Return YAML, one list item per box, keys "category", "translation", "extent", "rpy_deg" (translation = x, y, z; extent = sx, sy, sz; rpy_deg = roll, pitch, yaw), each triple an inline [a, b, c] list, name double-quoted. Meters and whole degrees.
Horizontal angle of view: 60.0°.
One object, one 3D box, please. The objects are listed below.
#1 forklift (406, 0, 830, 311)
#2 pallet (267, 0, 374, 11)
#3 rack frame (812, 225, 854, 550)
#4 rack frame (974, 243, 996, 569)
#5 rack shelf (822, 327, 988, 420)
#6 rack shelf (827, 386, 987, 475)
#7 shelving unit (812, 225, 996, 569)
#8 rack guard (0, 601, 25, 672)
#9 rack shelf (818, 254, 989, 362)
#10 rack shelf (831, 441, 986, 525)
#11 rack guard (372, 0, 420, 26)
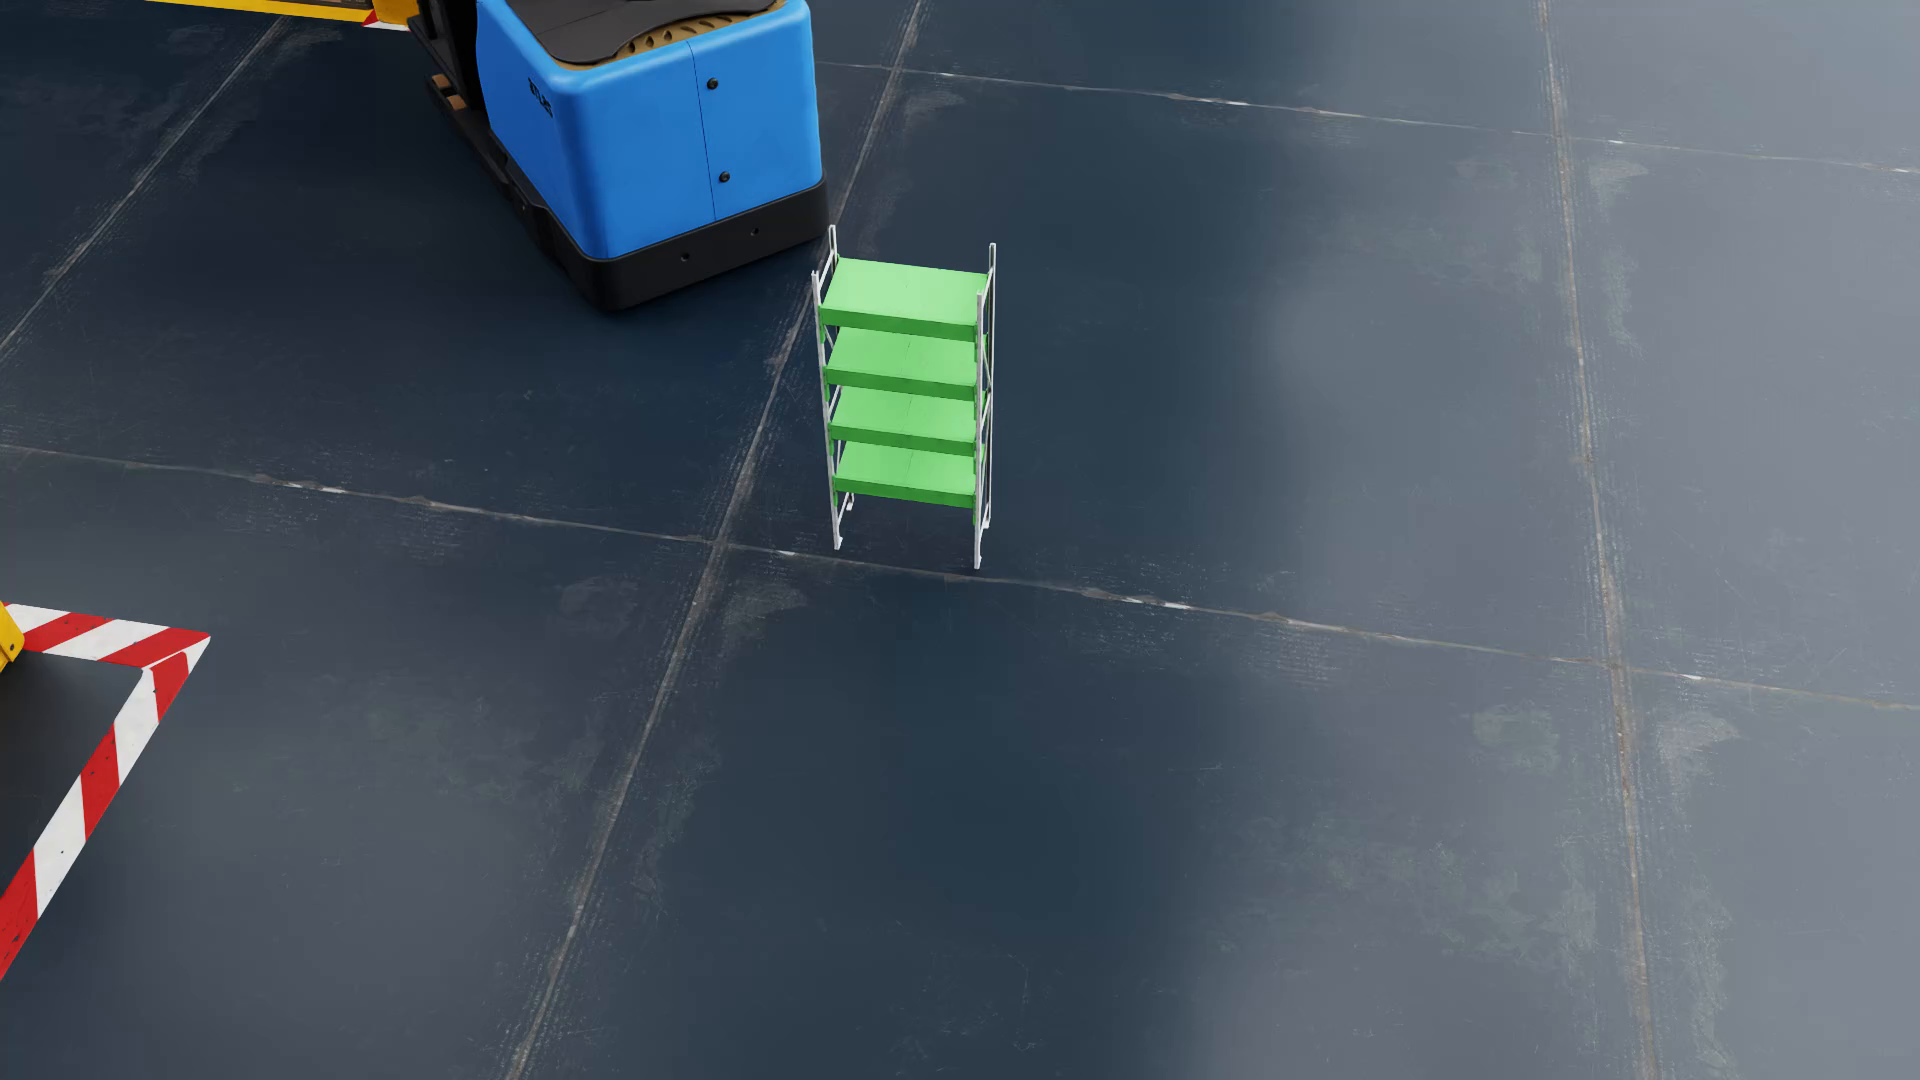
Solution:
- category: "forklift"
  translation: [-1.737, -2.954, 6.434]
  extent: [1.130, 2.935, 3.031]
  rpy_deg: [-25, 53, -21]
- category: "pallet"
  translation: [-3.347, -3.076, 8.372]
  extent: [1.213, 0.211, 1.003]
  rpy_deg: [8, 49, 7]
- category: "rack frame"
  translation: [-0.403, -0.455, 5.352]
  extent: [0.015, 1.200, 0.240]
  rpy_deg: [8, 49, 7]
- category: "rack frame"
  translation: [0.077, -0.391, 5.294]
  extent: [0.015, 1.200, 0.240]
  rpy_deg: [8, 49, 7]
- category: "rack shelf"
  translation: [-0.163, -0.541, 5.192]
  extent: [0.480, 0.148, 0.258]
  rpy_deg: [8, 49, 7]
- category: "rack shelf"
  translation: [-0.163, -0.380, 5.371]
  extent: [0.480, 0.148, 0.258]
  rpy_deg: [8, 49, 7]
- category: "shelving unit"
  translation: [-0.163, -0.423, 5.323]
  extent: [0.503, 1.200, 0.258]
  rpy_deg: [8, 49, 7]
- category: "rack guard"
  translation: [-3.326, 0.543, 4.926]
  extent: [0.348, 0.500, 1.175]
  rpy_deg: [8, 49, 7]
- category: "rack shelf"
  translation: [-0.163, -0.701, 5.014]
  extent: [0.480, 0.148, 0.258]
  rpy_deg: [8, 49, 7]
- category: "rack shelf"
  translation: [-0.163, -0.220, 5.549]
  extent: [0.480, 0.148, 0.258]
  rpy_deg: [8, 49, 7]
- category: "rack guard"
  translation: [-2.549, -3.061, 8.164]
  extent: [0.348, 0.500, 1.175]
  rpy_deg: [8, 49, 7]
